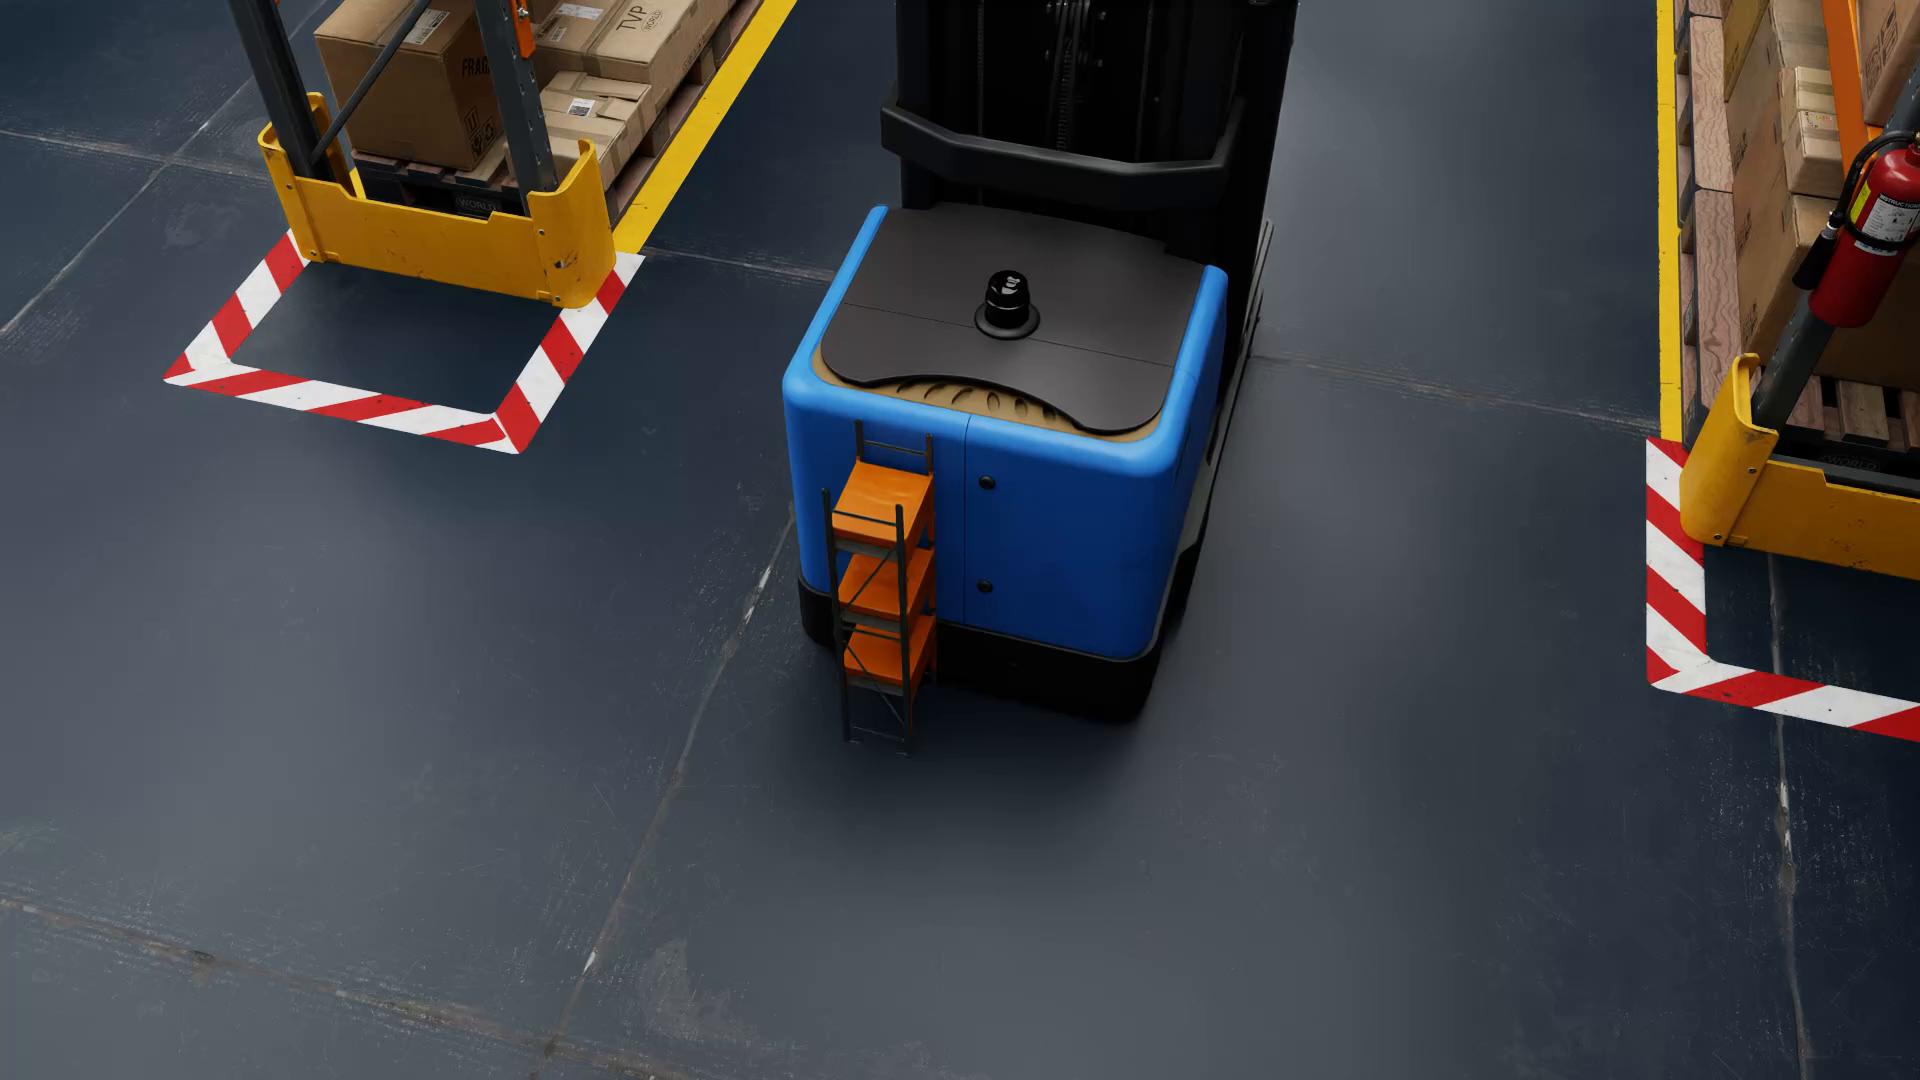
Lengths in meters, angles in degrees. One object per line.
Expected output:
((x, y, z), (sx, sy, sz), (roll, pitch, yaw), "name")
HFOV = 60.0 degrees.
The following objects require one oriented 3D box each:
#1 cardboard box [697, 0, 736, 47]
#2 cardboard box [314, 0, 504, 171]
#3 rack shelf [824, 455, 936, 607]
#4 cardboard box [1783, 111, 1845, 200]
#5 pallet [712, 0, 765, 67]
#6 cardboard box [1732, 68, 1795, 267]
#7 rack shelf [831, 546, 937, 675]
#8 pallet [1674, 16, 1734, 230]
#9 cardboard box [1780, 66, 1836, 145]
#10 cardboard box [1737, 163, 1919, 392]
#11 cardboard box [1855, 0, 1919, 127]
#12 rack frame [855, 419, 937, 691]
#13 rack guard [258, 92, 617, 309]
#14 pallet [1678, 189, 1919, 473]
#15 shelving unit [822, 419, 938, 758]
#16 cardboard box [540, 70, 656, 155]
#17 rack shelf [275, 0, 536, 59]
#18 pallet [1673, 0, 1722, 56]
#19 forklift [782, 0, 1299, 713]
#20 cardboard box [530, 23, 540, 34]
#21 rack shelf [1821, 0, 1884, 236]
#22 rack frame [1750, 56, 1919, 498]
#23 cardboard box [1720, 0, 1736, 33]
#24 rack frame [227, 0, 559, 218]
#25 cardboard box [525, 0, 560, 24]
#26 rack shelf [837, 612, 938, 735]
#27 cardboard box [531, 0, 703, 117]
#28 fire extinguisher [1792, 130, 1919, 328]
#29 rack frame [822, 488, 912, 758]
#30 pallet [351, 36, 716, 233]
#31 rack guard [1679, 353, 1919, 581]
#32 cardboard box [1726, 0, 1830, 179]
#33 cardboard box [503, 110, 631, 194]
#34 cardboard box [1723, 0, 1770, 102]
((-1.207, -2.293, 6.814), (0.500, 0.250, 0.500), (12, 50, 10), "cardboard box")
((-1.981, -1.757, 6.174), (0.500, 0.500, 0.500), (12, 50, 10), "cardboard box")
((-0.198, -0.023, 4.205), (0.215, 0.259, 0.240), (12, 50, 11), "rack shelf")
((2.839, -1.204, 5.266), (0.380, 0.149, 0.250), (11, 49, 10), "cardboard box")
((-1.335, -2.586, 7.392), (1.003, 0.211, 1.213), (12, 50, 10), "pallet")
((3.113, -1.222, 5.715), (0.700, 0.500, 0.500), (11, 50, 10), "cardboard box")
((-0.198, 0.165, 4.418), (0.215, 0.259, 0.240), (12, 50, 11), "rack shelf")
((3.351, -1.573, 6.498), (1.003, 0.211, 1.213), (12, 50, 10), "pallet")
((2.906, -1.389, 5.429), (0.380, 0.149, 0.250), (13, 50, 11), "cardboard box")
((2.981, -0.860, 5.396), (0.700, 0.500, 0.500), (12, 50, 10), "cardboard box")
((3.018, -1.492, 4.366), (0.980, 0.700, 0.700), (14, 50, 12), "cardboard box")
((-0.163, 0.070, 4.488), (0.200, 1.050, 0.008), (12, 50, 11), "rack frame")
((-1.867, -1.225, 5.998), (1.175, 0.500, 0.348), (12, 50, 10), "rack guard")
((3.028, -0.693, 5.721), (1.003, 0.211, 1.213), (12, 50, 10), "pallet")
((-0.198, 0.158, 4.410), (0.215, 1.050, 0.252), (12, 50, 11), "shelving unit")
((-1.379, -1.621, 6.276), (0.380, 0.166, 0.250), (12, 50, 10), "cardboard box")
((-1.360, -3.206, 6.558), (1.077, 0.370, 4.000), (12, 50, 10), "rack shelf")
((3.671, -2.458, 7.279), (1.003, 0.211, 1.213), (12, 50, 10), "pallet")
((0.434, -1.611, 4.717), (1.130, 2.935, 3.031), (12, 50, 11), "forklift")
((-1.788, -1.922, 6.542), (0.380, 0.166, 0.250), (12, 50, 10), "cardboard box")
((3.420, -2.231, 5.698), (1.077, 0.370, 4.000), (12, 50, 10), "rack shelf")
((2.893, -1.022, 4.152), (1.000, 3.000, 0.127), (12, 50, 10), "rack frame")
((3.515, -2.344, 6.705), (0.700, 0.500, 0.500), (11, 50, 10), "cardboard box")
((-1.887, -1.997, 5.012), (1.000, 3.000, 0.127), (12, 50, 10), "rack frame")
((-1.702, -2.356, 6.869), (0.500, 0.250, 0.500), (12, 50, 10), "cardboard box")
((-0.198, 0.349, 4.626), (0.215, 0.259, 0.240), (12, 50, 11), "rack shelf")
((-1.338, -1.932, 6.495), (0.500, 0.250, 0.500), (12, 50, 10), "cardboard box")
((2.409, -0.855, 4.304), (0.296, 0.674, 0.183), (12, 50, 10), "fire extinguisher")
((-0.232, 0.246, 4.333), (0.200, 1.050, 0.008), (12, 50, 11), "rack frame")
((-1.658, -1.706, 6.615), (1.003, 0.211, 1.213), (12, 50, 10), "pallet")
((2.887, -0.178, 5.073), (1.175, 0.500, 0.348), (12, 50, 10), "rack guard")
((3.245, -1.586, 6.036), (0.700, 0.500, 0.500), (10, 49, 9), "cardboard box")
((-1.445, -1.434, 6.123), (0.380, 0.149, 0.250), (12, 50, 10), "cardboard box")
((3.378, -1.973, 6.378), (0.700, 0.500, 0.500), (13, 50, 11), "cardboard box")
